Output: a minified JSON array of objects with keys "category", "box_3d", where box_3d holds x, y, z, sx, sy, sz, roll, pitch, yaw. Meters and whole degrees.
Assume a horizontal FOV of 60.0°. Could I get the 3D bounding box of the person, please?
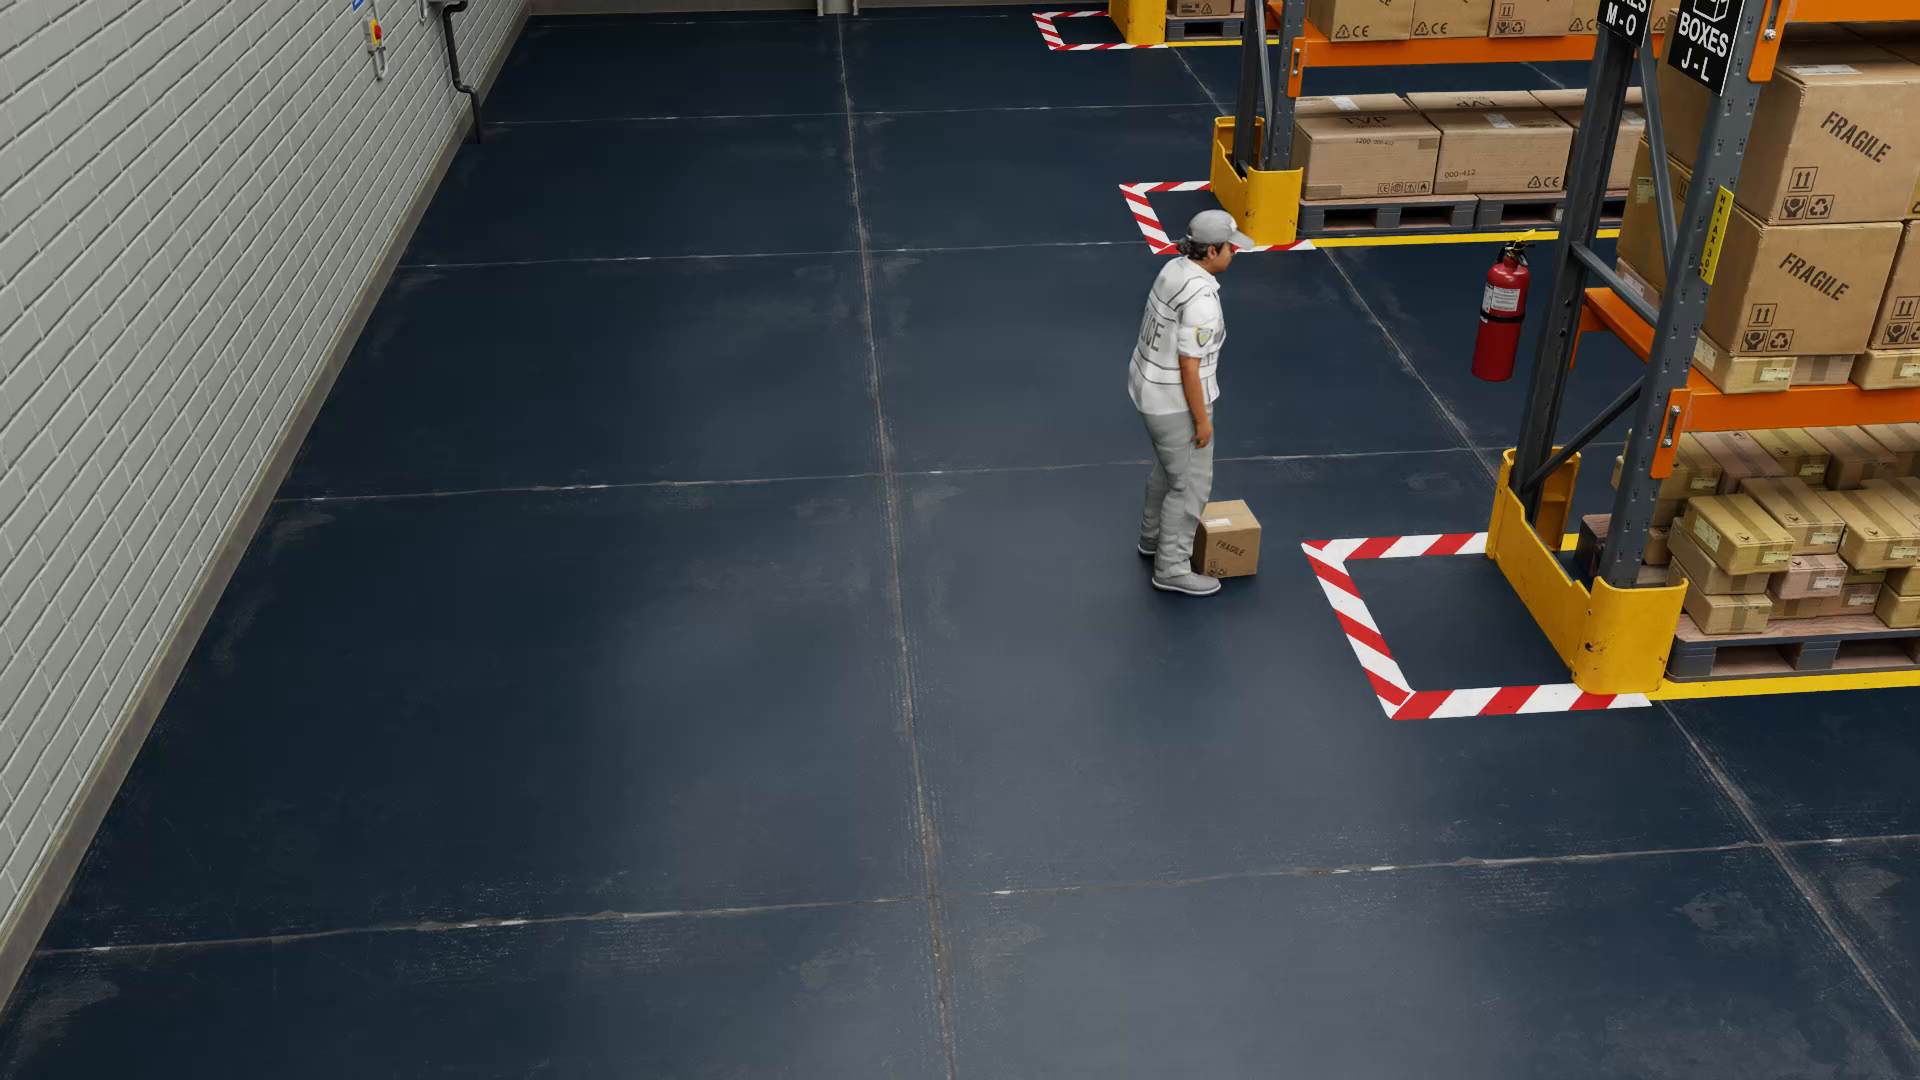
[{"category":"person","box_3d":[0.971,-0.598,7.111,0.473,1.666,0.550,-3,31,-5]}]
